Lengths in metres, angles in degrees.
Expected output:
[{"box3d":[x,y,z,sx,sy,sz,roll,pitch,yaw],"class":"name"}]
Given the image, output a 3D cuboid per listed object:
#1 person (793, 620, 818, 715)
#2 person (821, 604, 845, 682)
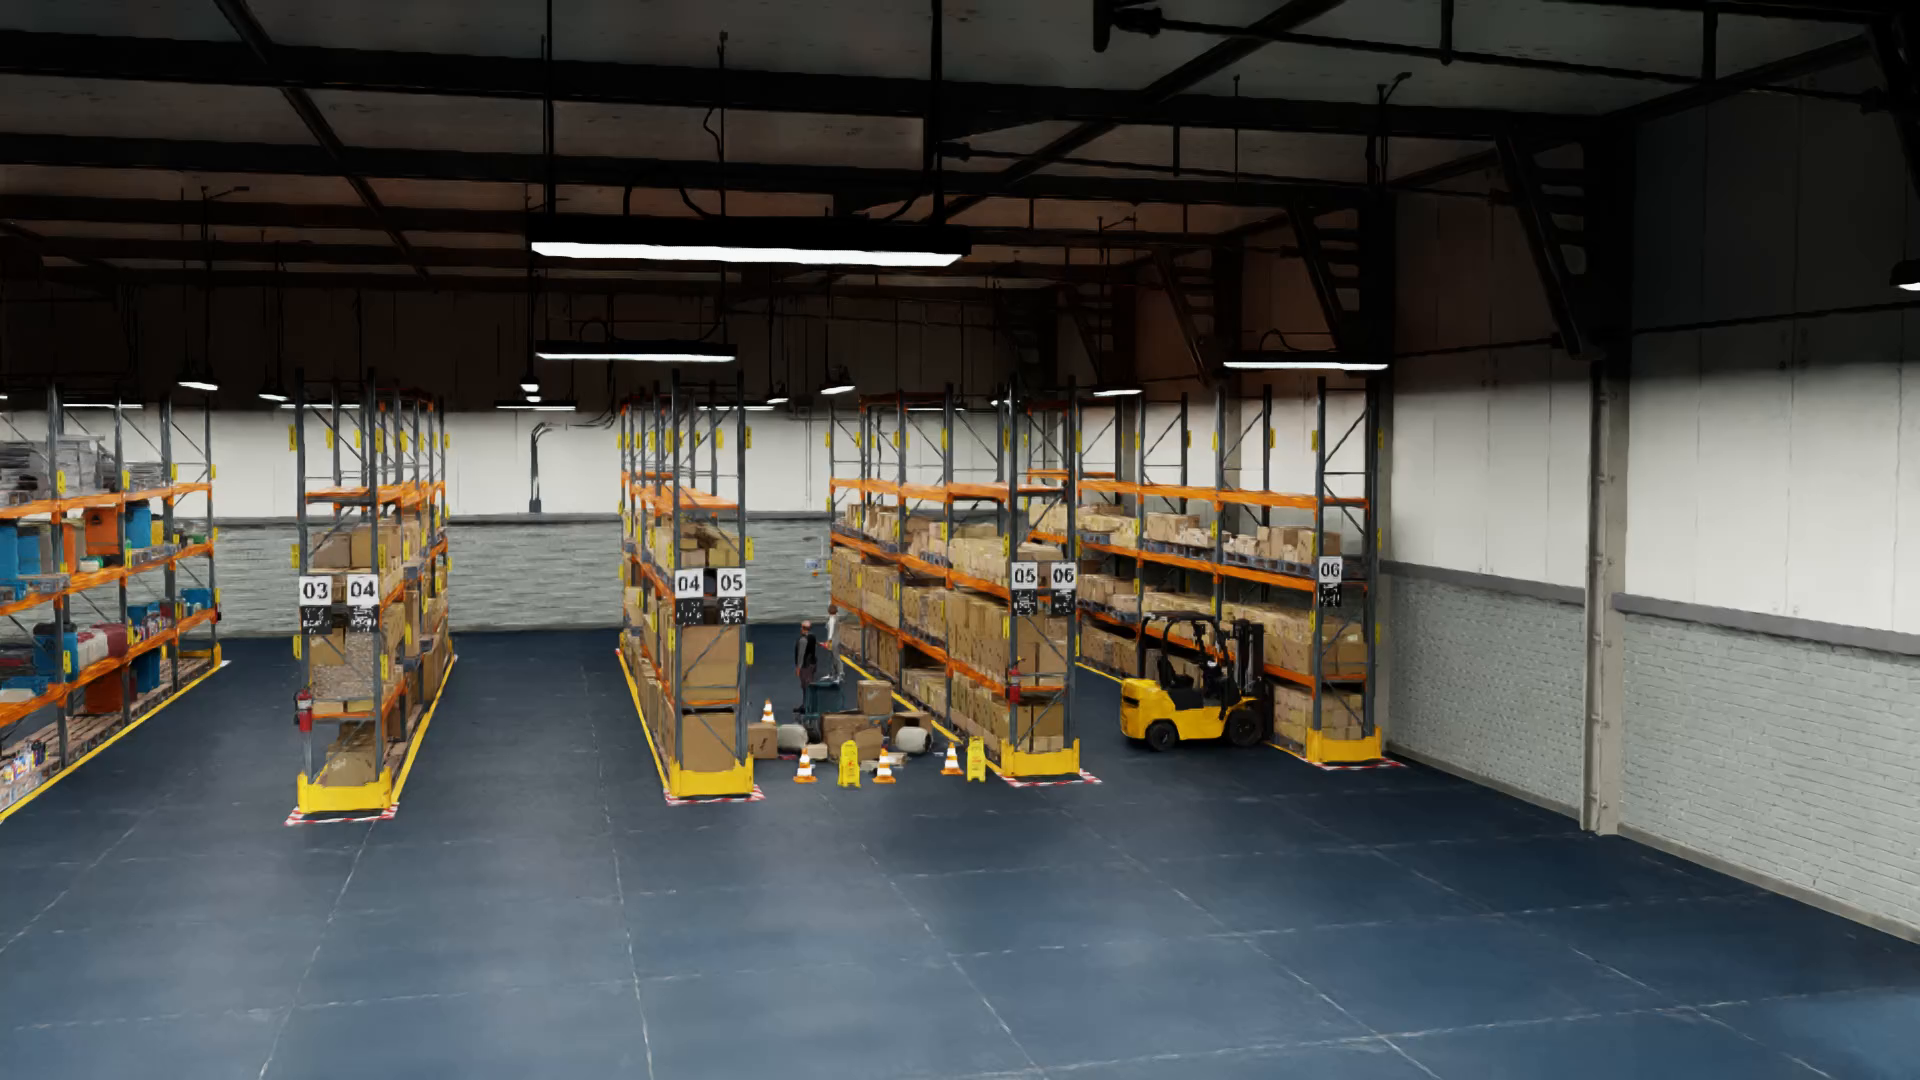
[{"box3d":[-2.828,2.320,30.362,0.555,1.722,0.605,1,4,16],"class":"person"},{"box3d":[-2.639,2.131,34.553,0.532,1.588,0.534,0,3,6],"class":"person"}]
